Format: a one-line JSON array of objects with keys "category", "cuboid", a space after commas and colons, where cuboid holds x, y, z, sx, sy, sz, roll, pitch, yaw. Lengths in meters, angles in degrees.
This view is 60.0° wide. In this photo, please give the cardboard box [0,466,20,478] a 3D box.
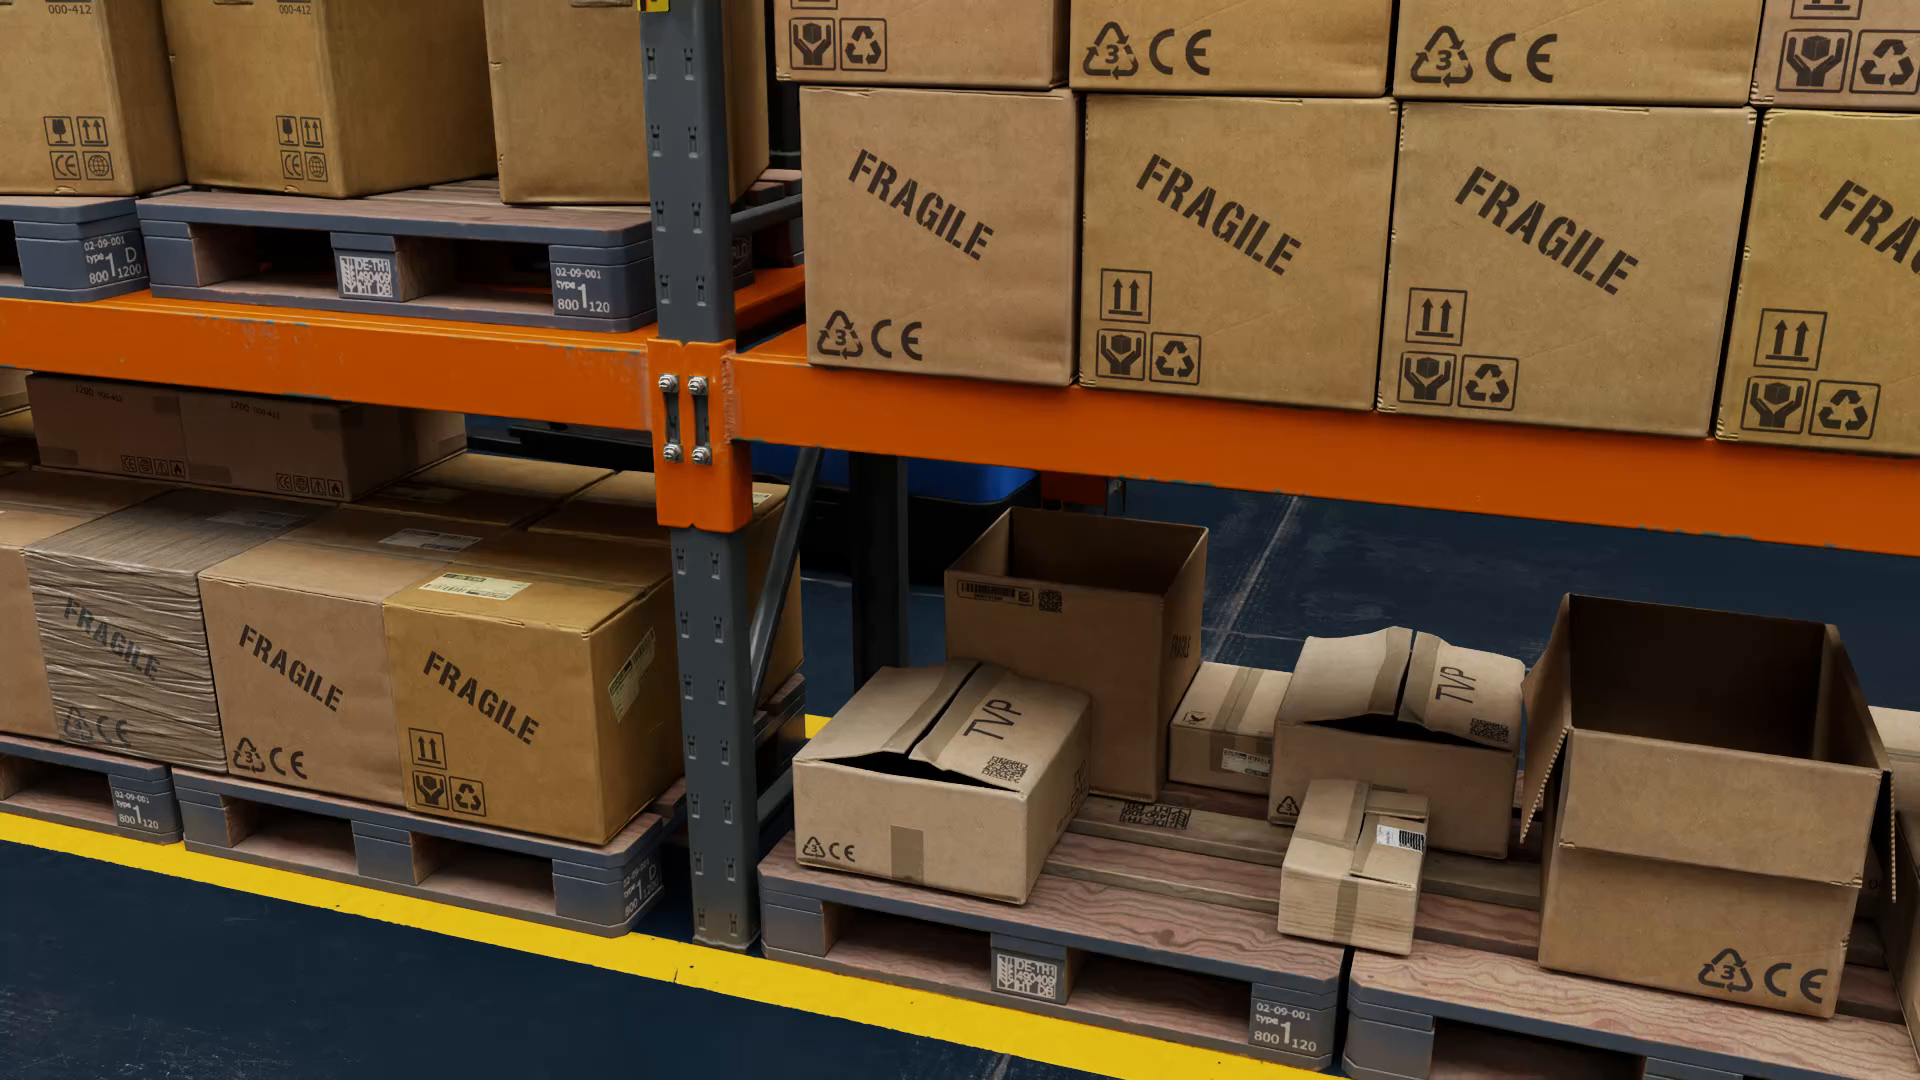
[{"category": "cardboard box", "cuboid": [-2.825, 0.094, 4.377, 0.500, 0.500, 0.500, 6, 20, 17]}]

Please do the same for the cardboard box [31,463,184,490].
[{"category": "cardboard box", "cuboid": [-2.183, -0.015, 4.692, 0.500, 0.500, 0.500, 6, 20, 16]}]

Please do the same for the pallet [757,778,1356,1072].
[{"category": "pallet", "cuboid": [0.297, 0.697, 3.757, 1.213, 0.211, 1.003, 7, 20, 18]}]

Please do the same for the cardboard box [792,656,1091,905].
[{"category": "cardboard box", "cuboid": [-0.026, 0.480, 3.559, 0.500, 0.311, 0.500, 7, 20, 18]}]

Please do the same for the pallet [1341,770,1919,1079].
[{"category": "pallet", "cuboid": [1.453, 0.828, 3.381, 1.213, 0.211, 1.003, 7, 20, 18]}]

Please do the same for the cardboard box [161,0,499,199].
[{"category": "cardboard box", "cuboid": [-1.396, -1.115, 3.929, 0.500, 0.500, 0.700, 10, 22, 27]}]

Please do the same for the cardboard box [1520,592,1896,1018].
[{"category": "cardboard box", "cuboid": [1.425, 0.478, 3.273, 0.637, 0.503, 0.797, 7, 20, 18]}]

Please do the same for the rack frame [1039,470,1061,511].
[{"category": "rack frame", "cuboid": [0.321, -0.446, 5.760, 0.008, 1.050, 0.200, 9, 21, 24]}]

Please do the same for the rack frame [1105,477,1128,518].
[{"category": "rack frame", "cuboid": [0.542, -0.412, 5.662, 0.008, 1.050, 0.200, 9, 21, 24]}]

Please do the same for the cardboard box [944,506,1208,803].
[{"category": "cardboard box", "cuboid": [0.280, 0.251, 3.927, 0.500, 0.500, 0.500, 7, 20, 18]}]

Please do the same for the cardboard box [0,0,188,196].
[{"category": "cardboard box", "cuboid": [-2.041, -1.112, 3.919, 0.500, 0.500, 0.700, 1, 19, 4]}]

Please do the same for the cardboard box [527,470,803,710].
[{"category": "cardboard box", "cuboid": [-0.729, 0.150, 4.218, 0.500, 0.500, 0.500, 6, 20, 16]}]

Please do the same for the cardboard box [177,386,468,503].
[{"category": "cardboard box", "cuboid": [-1.673, -0.312, 4.405, 0.500, 0.250, 0.500, 7, 20, 18]}]

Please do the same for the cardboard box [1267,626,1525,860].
[{"category": "cardboard box", "cuboid": [0.988, 0.422, 3.726, 0.500, 0.311, 0.500, 7, 20, 18]}]

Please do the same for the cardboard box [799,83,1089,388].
[{"category": "cardboard box", "cuboid": [0.040, -0.602, 3.094, 0.500, 0.500, 0.500, 7, 20, 19]}]

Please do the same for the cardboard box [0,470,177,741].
[{"category": "cardboard box", "cuboid": [-2.331, 0.149, 4.220, 0.500, 0.500, 0.500, 6, 20, 16]}]

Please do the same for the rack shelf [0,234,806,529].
[{"category": "rack shelf", "cuboid": [-2.241, -0.571, 4.250, 4.000, 0.370, 1.077, 7, 20, 18]}]

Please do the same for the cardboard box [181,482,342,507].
[{"category": "cardboard box", "cuboid": [-1.706, 0.039, 4.535, 0.500, 0.500, 0.500, 7, 20, 19]}]

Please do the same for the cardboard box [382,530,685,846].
[{"category": "cardboard box", "cuboid": [-0.912, 0.314, 3.748, 0.500, 0.500, 0.500, 6, 20, 18]}]

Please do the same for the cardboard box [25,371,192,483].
[{"category": "cardboard box", "cuboid": [-2.147, -0.366, 4.560, 0.500, 0.250, 0.500, 6, 20, 17]}]

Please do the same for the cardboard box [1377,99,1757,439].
[{"category": "cardboard box", "cuboid": [0.997, -0.493, 2.782, 0.500, 0.500, 0.500, 6, 20, 18]}]

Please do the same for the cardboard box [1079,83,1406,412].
[{"category": "cardboard box", "cuboid": [0.525, -0.548, 2.939, 0.500, 0.500, 0.500, 7, 20, 19]}]

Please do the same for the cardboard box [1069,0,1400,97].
[{"category": "cardboard box", "cuboid": [0.489, -1.020, 2.774, 0.500, 0.500, 0.500, 6, 20, 16]}]

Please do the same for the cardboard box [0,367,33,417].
[{"category": "cardboard box", "cuboid": [-3.115, -0.475, 4.873, 0.500, 0.250, 0.500, 7, 21, 20]}]

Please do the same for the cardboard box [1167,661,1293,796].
[{"category": "cardboard box", "cuboid": [0.654, 0.439, 3.922, 0.250, 0.149, 0.380, 7, 20, 18]}]

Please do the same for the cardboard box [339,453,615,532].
[{"category": "cardboard box", "cuboid": [-1.236, 0.096, 4.373, 0.500, 0.500, 0.500, 7, 20, 19]}]

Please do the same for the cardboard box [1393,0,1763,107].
[{"category": "cardboard box", "cuboid": [0.974, -0.964, 2.615, 0.500, 0.500, 0.500, 6, 20, 16]}]

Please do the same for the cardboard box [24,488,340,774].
[{"category": "cardboard box", "cuboid": [-1.850, 0.203, 4.065, 0.500, 0.500, 0.500, 7, 20, 19]}]

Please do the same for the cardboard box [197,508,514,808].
[{"category": "cardboard box", "cuboid": [-1.376, 0.258, 3.909, 0.500, 0.500, 0.500, 7, 20, 18]}]

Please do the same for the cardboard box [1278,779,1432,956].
[{"category": "cardboard box", "cuboid": [0.794, 0.638, 3.324, 0.250, 0.166, 0.380, 7, 20, 18]}]

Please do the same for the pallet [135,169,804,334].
[{"category": "pallet", "cuboid": [-1.071, -0.724, 3.888, 1.213, 0.211, 1.003, 7, 20, 18]}]

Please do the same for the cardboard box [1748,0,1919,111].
[{"category": "cardboard box", "cuboid": [1.462, -0.909, 2.455, 0.500, 0.500, 0.500, 7, 20, 20]}]

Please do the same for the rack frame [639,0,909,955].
[{"category": "rack frame", "cuboid": [-0.352, -0.695, 3.512, 0.127, 3.000, 1.000, 7, 20, 18]}]

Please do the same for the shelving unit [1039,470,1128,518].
[{"category": "shelving unit", "cuboid": [0.431, -0.429, 5.711, 0.252, 1.050, 0.215, 9, 21, 24]}]

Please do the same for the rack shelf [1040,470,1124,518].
[{"category": "rack shelf", "cuboid": [0.431, -0.156, 5.806, 0.240, 0.259, 0.215, 9, 21, 24]}]

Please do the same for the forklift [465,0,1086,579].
[{"category": "forklift", "cuboid": [-1.034, -1.564, 6.110, 3.031, 2.935, 1.130, 9, 21, 24]}]

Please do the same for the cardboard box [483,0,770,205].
[{"category": "cardboard box", "cuboid": [-0.726, -1.061, 3.773, 0.500, 0.500, 0.700, 0, 19, 0]}]

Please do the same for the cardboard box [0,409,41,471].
[{"category": "cardboard box", "cuboid": [-2.681, -0.070, 4.849, 0.500, 0.500, 0.500, 6, 20, 16]}]

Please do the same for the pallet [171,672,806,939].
[{"category": "pallet", "cuboid": [-1.132, 0.546, 4.189, 1.213, 0.211, 1.003, 7, 20, 18]}]

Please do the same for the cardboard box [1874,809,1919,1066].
[{"category": "cardboard box", "cuboid": [1.945, 0.734, 2.922, 0.500, 0.250, 0.500, 7, 20, 18]}]

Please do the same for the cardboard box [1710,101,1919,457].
[{"category": "cardboard box", "cuboid": [1.478, -0.439, 2.625, 0.500, 0.500, 0.500, 6, 20, 17]}]

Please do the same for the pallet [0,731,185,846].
[{"category": "pallet", "cuboid": [-2.289, 0.415, 4.566, 1.213, 0.211, 1.003, 7, 20, 18]}]

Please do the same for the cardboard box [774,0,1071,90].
[{"category": "cardboard box", "cuboid": [0.001, -1.076, 2.934, 0.500, 0.500, 0.500, 7, 20, 19]}]

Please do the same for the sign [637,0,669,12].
[{"category": "sign", "cuboid": [-0.530, -1.068, 2.825, 0.005, 0.325, 0.100, 7, 20, 18]}]

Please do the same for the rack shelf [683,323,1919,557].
[{"category": "rack shelf", "cuboid": [1.538, -0.139, 3.010, 4.000, 0.370, 1.077, 7, 20, 18]}]

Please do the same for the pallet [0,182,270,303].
[{"category": "pallet", "cuboid": [-2.292, -0.827, 4.184, 1.213, 0.211, 1.003, 7, 20, 18]}]

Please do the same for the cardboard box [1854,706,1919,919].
[{"category": "cardboard box", "cuboid": [2.062, 0.573, 3.384, 0.500, 0.250, 0.500, 7, 20, 18]}]
